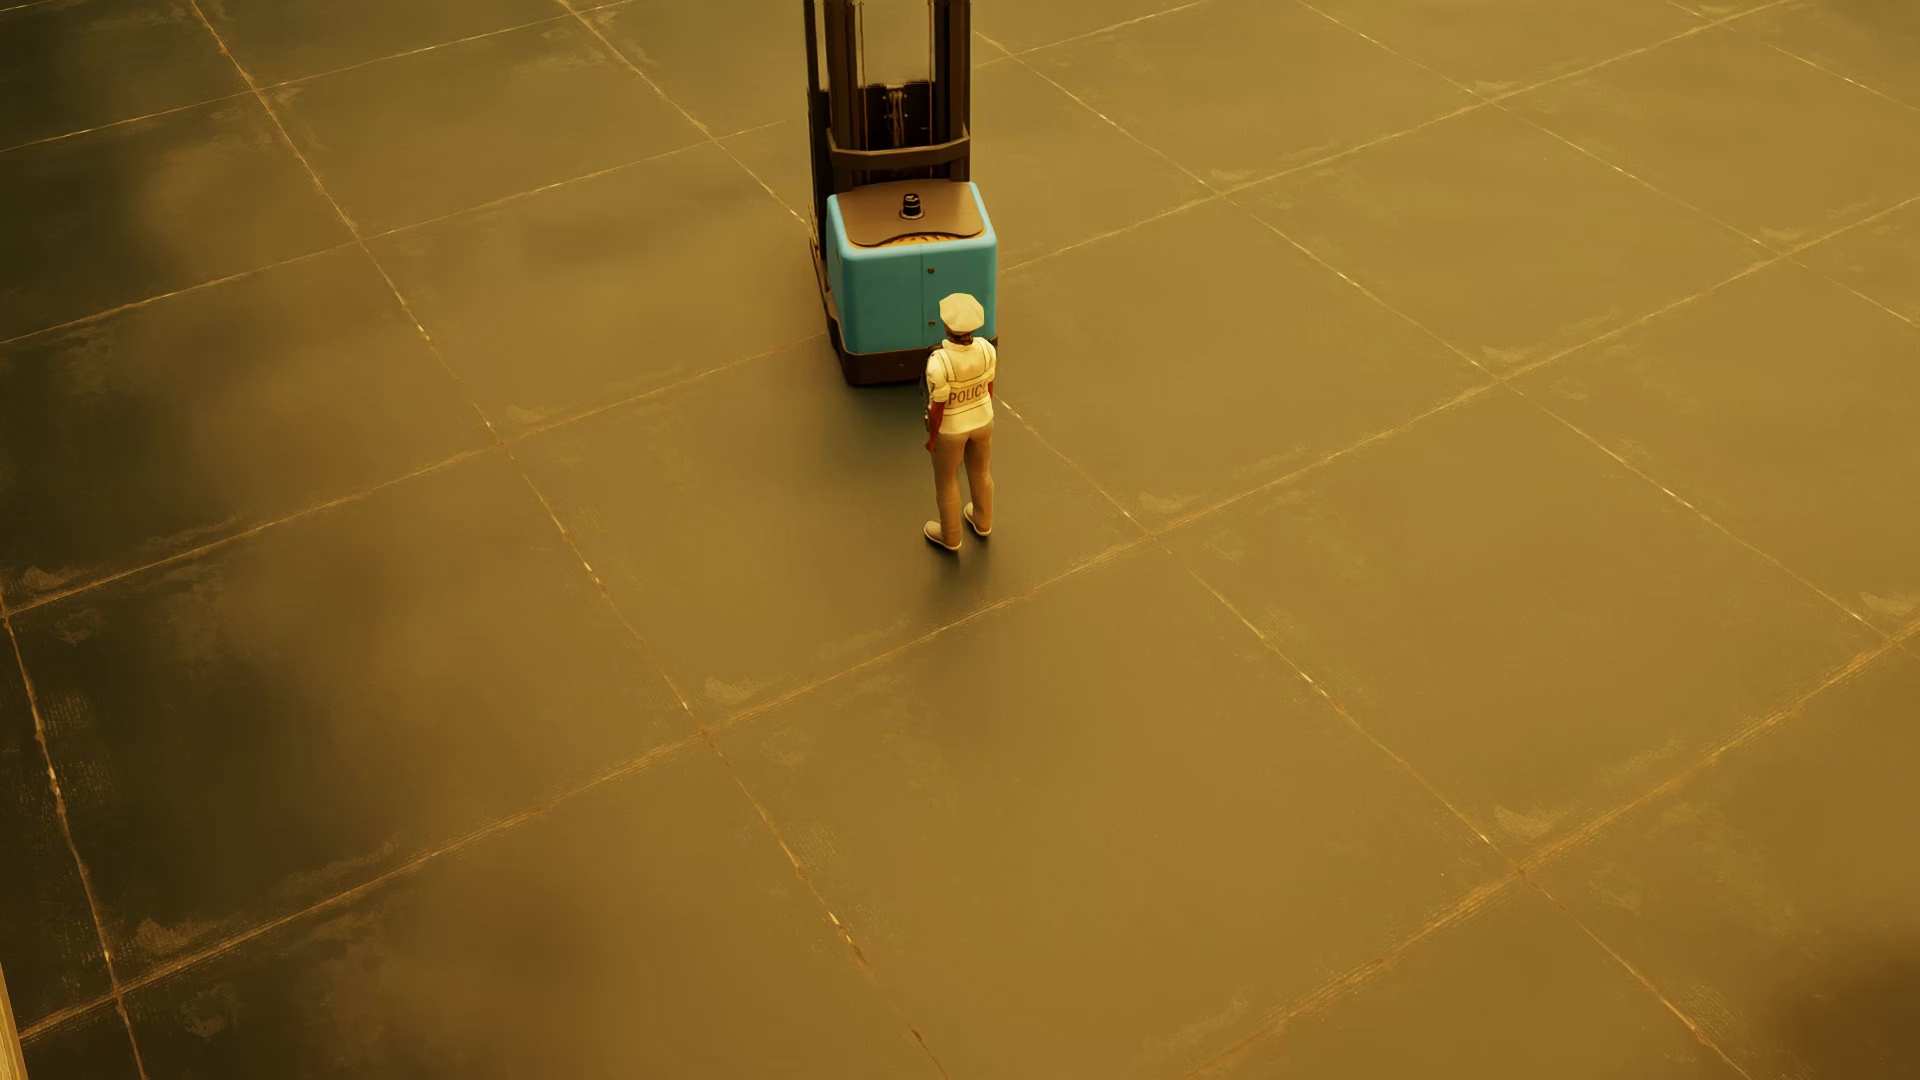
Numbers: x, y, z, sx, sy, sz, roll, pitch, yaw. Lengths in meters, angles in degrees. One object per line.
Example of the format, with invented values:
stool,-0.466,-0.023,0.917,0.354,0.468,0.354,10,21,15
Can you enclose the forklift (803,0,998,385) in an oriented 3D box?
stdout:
forklift,-0.519,-3.126,11.448,1.130,2.935,3.031,-7,42,-8

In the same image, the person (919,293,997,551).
person,-0.002,-0.673,9.525,0.451,1.694,0.349,-23,46,-24
